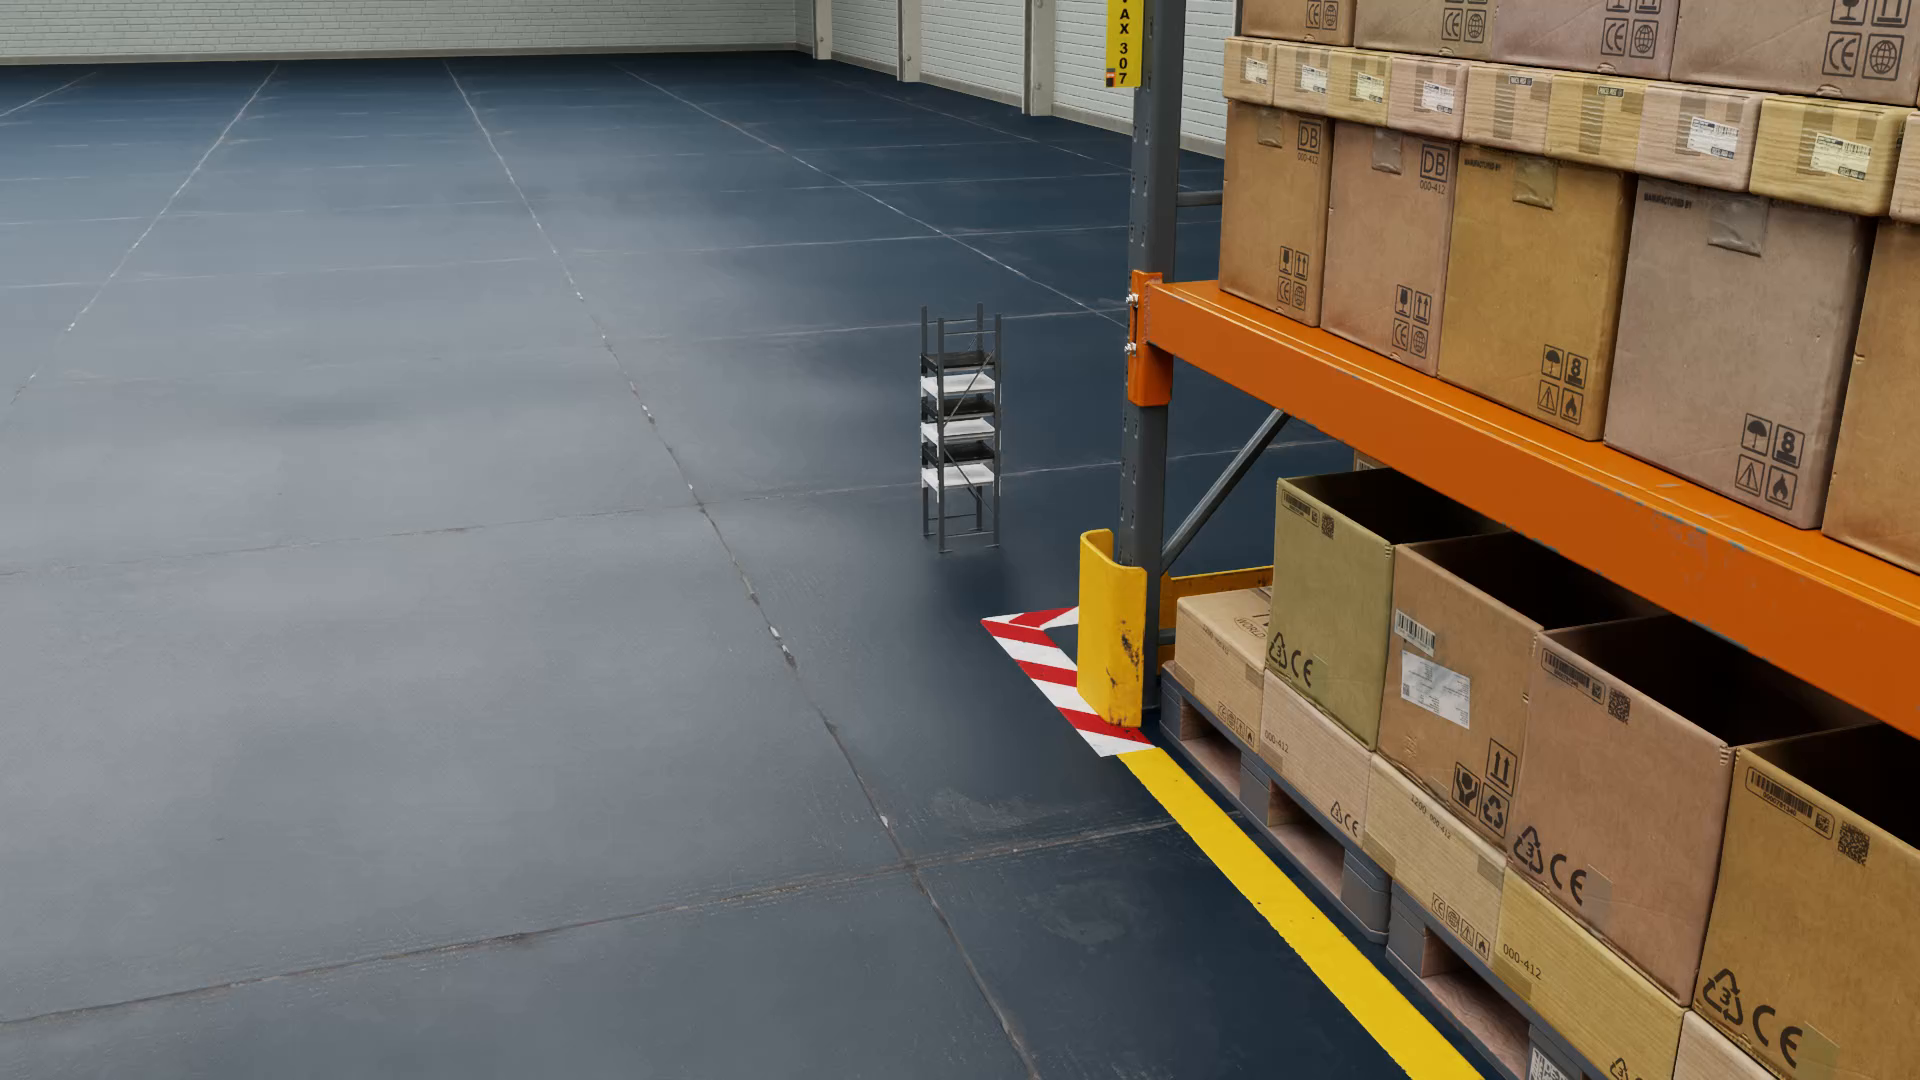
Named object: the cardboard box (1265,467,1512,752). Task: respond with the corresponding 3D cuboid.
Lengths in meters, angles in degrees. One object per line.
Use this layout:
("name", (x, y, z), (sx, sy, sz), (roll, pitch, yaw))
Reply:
("cardboard box", (1.076, 0.136, 3.936), (0.500, 0.500, 0.500), (-6, 21, -17))

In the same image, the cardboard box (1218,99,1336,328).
("cardboard box", (1.094, -0.859, 4.223), (0.700, 0.500, 0.500), (-6, 21, -17))

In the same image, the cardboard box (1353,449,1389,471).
("cardboard box", (1.411, -0.079, 4.536), (0.500, 0.500, 0.500), (-6, 21, -17))

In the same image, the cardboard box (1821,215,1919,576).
("cardboard box", (1.745, -0.198, 2.383), (0.700, 0.500, 0.500), (-6, 21, -16))

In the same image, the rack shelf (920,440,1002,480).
("rack shelf", (0.003, -0.305, 6.299), (0.258, 0.077, 0.200), (-6, 21, -17))

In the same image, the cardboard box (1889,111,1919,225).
("cardboard box", (1.530, -0.504, 2.275), (0.380, 0.149, 0.250), (-6, 21, -16))

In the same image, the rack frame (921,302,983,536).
("rack frame", (-0.029, -0.454, 6.348), (0.240, 0.900, 0.006), (-6, 21, -17))

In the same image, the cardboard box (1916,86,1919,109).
("cardboard box", (1.754, -0.802, 2.144), (0.700, 0.500, 0.500), (-6, 21, -17))

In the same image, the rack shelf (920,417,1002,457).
("rack shelf", (0.003, -0.390, 6.268), (0.258, 0.077, 0.200), (-6, 21, -17))

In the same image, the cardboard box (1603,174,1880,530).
("cardboard box", (1.583, -0.362, 2.840), (0.700, 0.500, 0.500), (-6, 21, -16))

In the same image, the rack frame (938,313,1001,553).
("rack frame", (0.034, -0.388, 6.166), (0.240, 0.900, 0.006), (-6, 21, -17))

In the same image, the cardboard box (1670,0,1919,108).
("cardboard box", (1.598, -0.962, 2.590), (0.700, 0.500, 0.500), (-6, 21, -17))

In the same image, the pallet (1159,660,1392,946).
("pallet", (1.240, 0.590, 4.461), (1.003, 0.211, 1.213), (-6, 21, -17))

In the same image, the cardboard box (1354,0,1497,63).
("cardboard box", (1.281, -1.284, 3.488), (0.700, 0.500, 0.500), (-7, 21, -19))

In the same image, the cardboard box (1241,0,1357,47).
("cardboard box", (1.111, -1.453, 3.956), (0.700, 0.500, 0.500), (-6, 21, -17))

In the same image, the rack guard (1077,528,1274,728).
("rack guard", (0.952, 0.206, 5.104), (1.175, 0.500, 0.348), (-6, 21, -17))

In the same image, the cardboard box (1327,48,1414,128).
("cardboard box", (1.041, -1.002, 3.661), (0.380, 0.149, 0.250), (-6, 21, -17))

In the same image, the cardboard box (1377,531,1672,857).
("cardboard box", (1.245, 0.295, 3.494), (0.500, 0.500, 0.500), (-6, 21, -17))

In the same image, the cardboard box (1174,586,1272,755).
("cardboard box", (0.917, 0.329, 4.509), (0.500, 0.250, 0.500), (-6, 21, -17))

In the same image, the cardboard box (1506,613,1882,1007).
("cardboard box", (1.386, 0.458, 3.042), (0.500, 0.500, 0.500), (-6, 21, -17))

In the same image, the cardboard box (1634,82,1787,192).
("cardboard box", (1.361, -0.673, 2.746), (0.380, 0.149, 0.250), (-6, 21, -17))

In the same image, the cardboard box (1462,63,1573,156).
("cardboard box", (1.204, -0.836, 3.198), (0.380, 0.149, 0.250), (-7, 21, -19))

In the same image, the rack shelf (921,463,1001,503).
("rack shelf", (0.003, -0.220, 6.329), (0.258, 0.077, 0.200), (-6, 21, -17))

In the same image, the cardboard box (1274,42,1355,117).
("cardboard box", (0.964, -1.082, 3.885), (0.380, 0.149, 0.250), (-7, 21, -19))

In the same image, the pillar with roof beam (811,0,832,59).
("pillar with roof beam", (-6.814, -13.351, 30.275), (9.100, 9.000, 0.400), (-6, 21, -17))

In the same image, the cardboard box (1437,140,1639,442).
("cardboard box", (1.414, -0.531, 3.310), (0.700, 0.500, 0.500), (-6, 21, -17))

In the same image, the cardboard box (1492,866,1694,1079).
("cardboard box", (1.387, 0.811, 3.169), (0.500, 0.250, 0.500), (-6, 21, -17))

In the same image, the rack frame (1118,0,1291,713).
("rack frame", (0.959, -0.963, 4.660), (1.000, 3.000, 0.127), (-6, 21, -17))

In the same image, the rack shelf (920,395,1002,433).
("rack shelf", (0.003, -0.474, 6.238), (0.258, 0.077, 0.200), (-6, 21, -17))

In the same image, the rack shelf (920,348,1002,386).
("rack shelf", (0.003, -0.644, 6.177), (0.258, 0.077, 0.200), (-6, 21, -17))

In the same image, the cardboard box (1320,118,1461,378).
("cardboard box", (1.264, -0.691, 3.755), (0.700, 0.500, 0.500), (-6, 21, -16))

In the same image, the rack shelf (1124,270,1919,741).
("rack shelf", (1.588, 0.017, 2.995), (1.077, 0.370, 4.000), (-6, 21, -17))

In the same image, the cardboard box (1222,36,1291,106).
("cardboard box", (0.878, -1.167, 4.120), (0.380, 0.149, 0.250), (-7, 21, -18))

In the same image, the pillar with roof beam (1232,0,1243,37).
("pillar with roof beam", (-1.156, -7.575, 14.193), (9.100, 9.000, 0.400), (-6, 21, -17))

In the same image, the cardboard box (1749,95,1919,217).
("cardboard box", (1.444, -0.589, 2.511), (0.380, 0.149, 0.250), (-6, 21, -15))

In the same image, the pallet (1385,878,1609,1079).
("pallet", (1.619, 0.981, 3.373), (1.003, 0.211, 1.213), (-6, 21, -17))

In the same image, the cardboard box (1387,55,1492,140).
("cardboard box", (1.118, -0.921, 3.435), (0.380, 0.149, 0.250), (-7, 21, -18))

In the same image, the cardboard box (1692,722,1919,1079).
("cardboard box", (1.557, 0.617, 2.599), (0.500, 0.500, 0.500), (-6, 21, -17))

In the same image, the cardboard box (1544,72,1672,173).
("cardboard box", (1.285, -0.754, 2.970), (0.380, 0.149, 0.250), (-7, 21, -18))

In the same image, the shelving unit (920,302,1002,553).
("shelving unit", (0.003, -0.421, 6.257), (0.258, 0.900, 0.210), (-6, 21, -17))

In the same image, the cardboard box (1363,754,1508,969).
("cardboard box", (1.234, 0.650, 3.617), (0.500, 0.250, 0.500), (-6, 21, -17))

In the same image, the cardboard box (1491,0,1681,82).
("cardboard box", (1.440, -1.123, 3.038), (0.700, 0.500, 0.500), (-6, 21, -17))

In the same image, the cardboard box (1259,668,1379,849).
("cardboard box", (1.078, 0.489, 4.064), (0.500, 0.250, 0.500), (-6, 21, -17))

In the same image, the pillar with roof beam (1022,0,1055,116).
("pillar with roof beam", (-3.042, -9.500, 19.554), (9.100, 9.000, 0.400), (-6, 21, -17))

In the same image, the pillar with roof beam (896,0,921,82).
("pillar with roof beam", (-4.928, -11.426, 24.915), (9.100, 9.000, 0.400), (-6, 21, -17))

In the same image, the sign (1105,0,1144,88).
("sign", (0.431, -1.351, 4.342), (0.100, 0.325, 0.005), (-6, 21, -17))

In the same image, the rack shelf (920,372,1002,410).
("rack shelf", (0.003, -0.559, 6.208), (0.258, 0.077, 0.200), (-6, 21, -17))

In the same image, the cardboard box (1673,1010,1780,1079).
("cardboard box", (1.545, 0.971, 2.722), (0.500, 0.250, 0.500), (-6, 21, -17))
